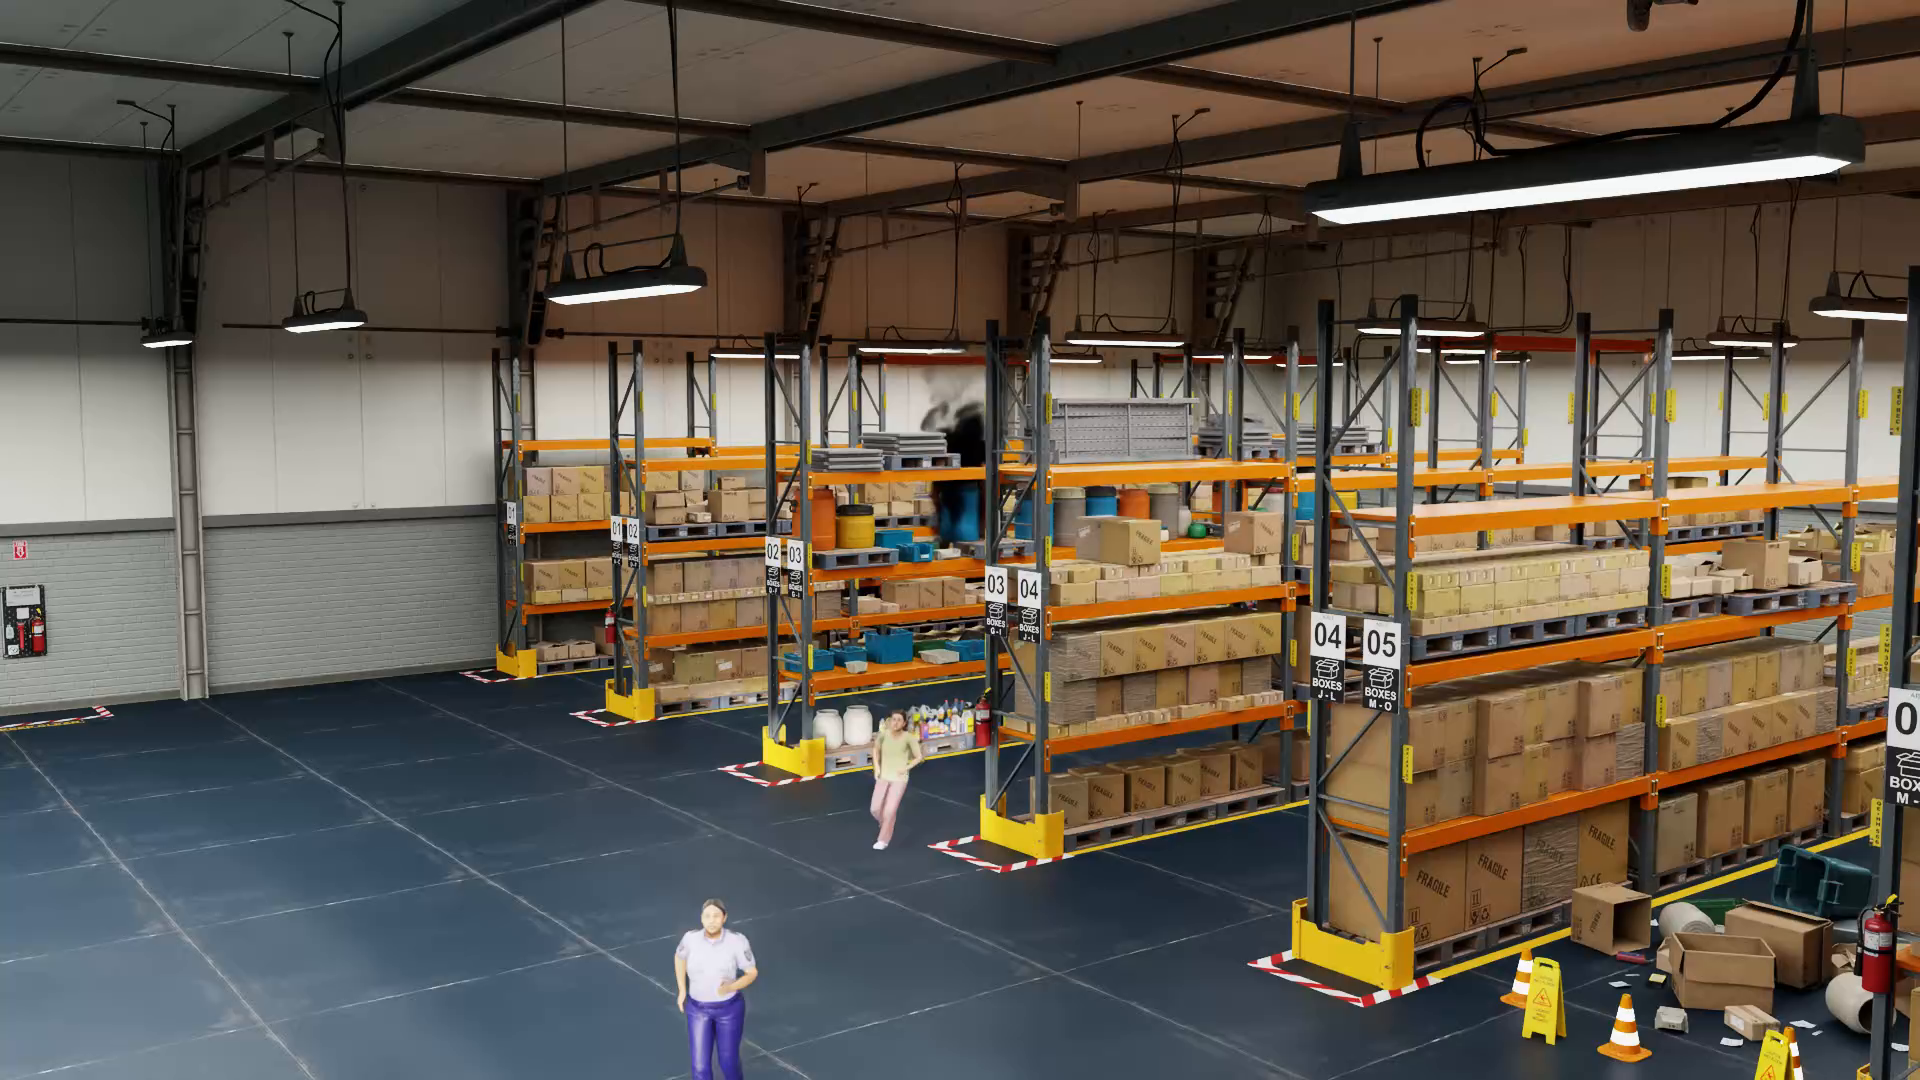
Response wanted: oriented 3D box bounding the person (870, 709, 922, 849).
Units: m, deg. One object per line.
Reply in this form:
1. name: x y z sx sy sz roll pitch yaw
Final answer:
1. person: -0.720 2.705 18.894 0.600 1.618 0.534 1 5 15

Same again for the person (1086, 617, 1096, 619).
1. person: 2.257 1.808 29.083 0.596 1.635 0.821 4 7 40

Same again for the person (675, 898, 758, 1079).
1. person: -1.717 3.323 11.666 0.602 1.671 0.813 0 5 -1
